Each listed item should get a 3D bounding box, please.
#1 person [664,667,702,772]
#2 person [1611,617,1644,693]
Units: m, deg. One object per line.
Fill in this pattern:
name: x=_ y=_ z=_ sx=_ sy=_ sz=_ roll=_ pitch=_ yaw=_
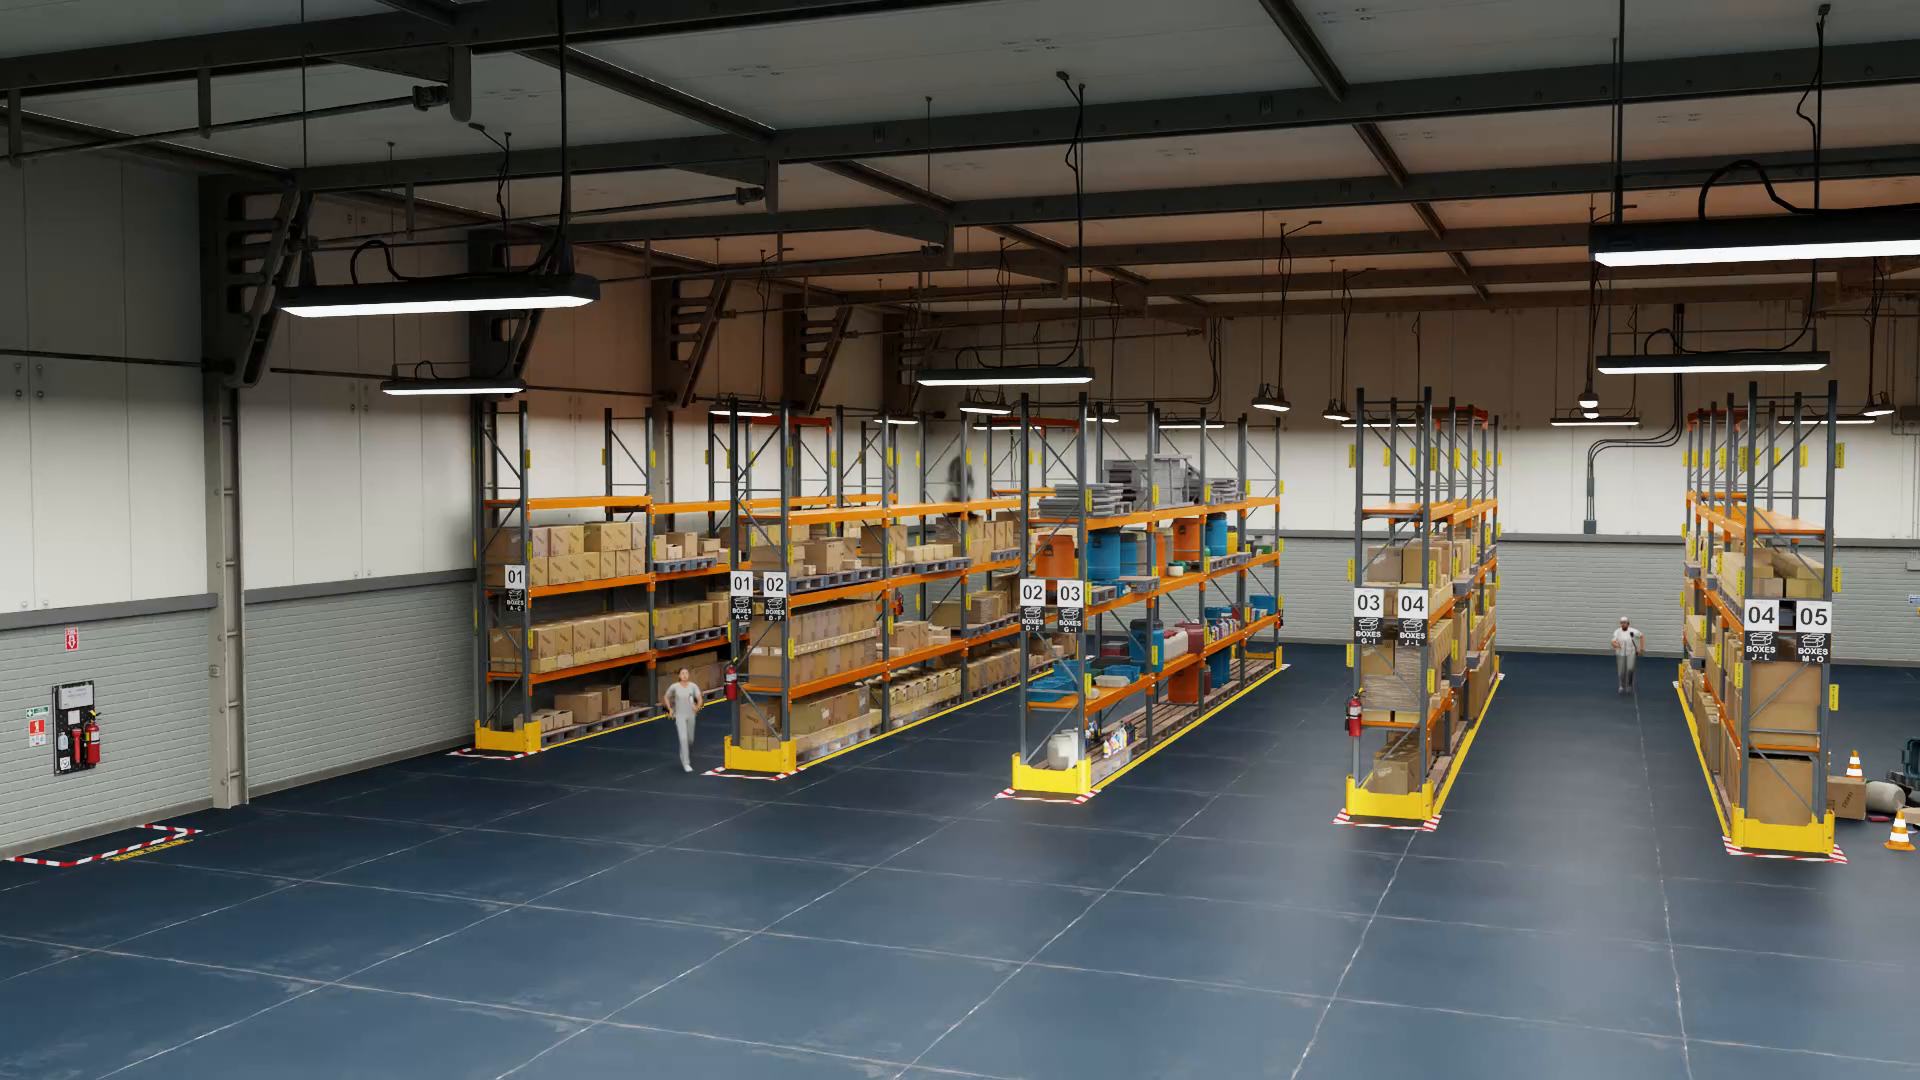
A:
person: x=-4.465 y=2.859 z=26.854 sx=0.591 sy=1.651 sz=0.893 roll=-1 pitch=3 yaw=-22
person: x=14.184 y=2.450 z=35.362 sx=0.619 sy=1.621 sz=0.806 roll=2 pitch=3 yaw=30
